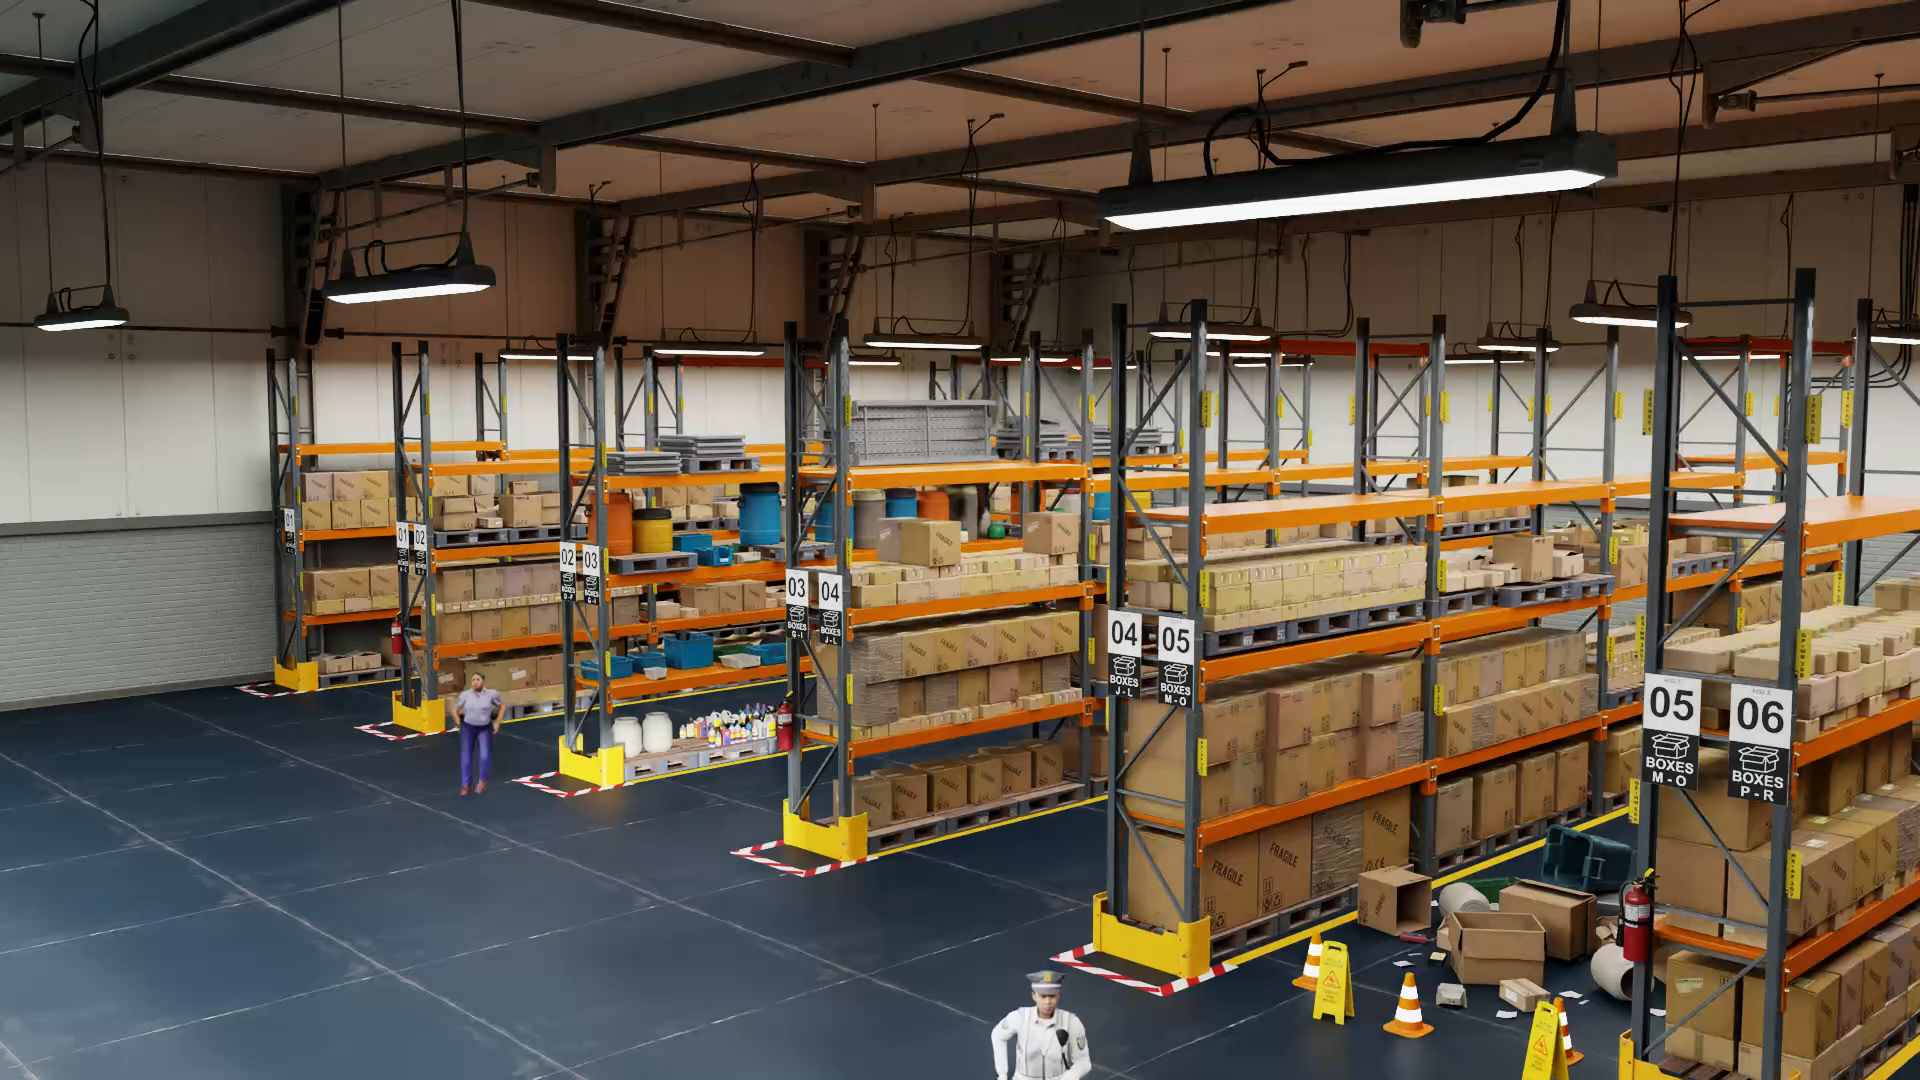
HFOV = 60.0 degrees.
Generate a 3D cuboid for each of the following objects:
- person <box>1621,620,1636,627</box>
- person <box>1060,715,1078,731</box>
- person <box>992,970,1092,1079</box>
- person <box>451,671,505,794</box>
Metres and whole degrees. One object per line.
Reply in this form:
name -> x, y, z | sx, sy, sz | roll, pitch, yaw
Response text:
person -> 10.439, 2.084, 25.856 | 0.836, 1.705, 0.623 | -4, 6, -40
person -> 1.589, 2.175, 24.977 | 0.544, 1.708, 0.691 | 4, 6, 38
person -> 0.506, 3.447, 10.187 | 0.572, 1.713, 0.784 | 0, 5, -6
person -> -6.239, 2.503, 21.501 | 0.668, 1.608, 0.605 | -1, 5, -9
